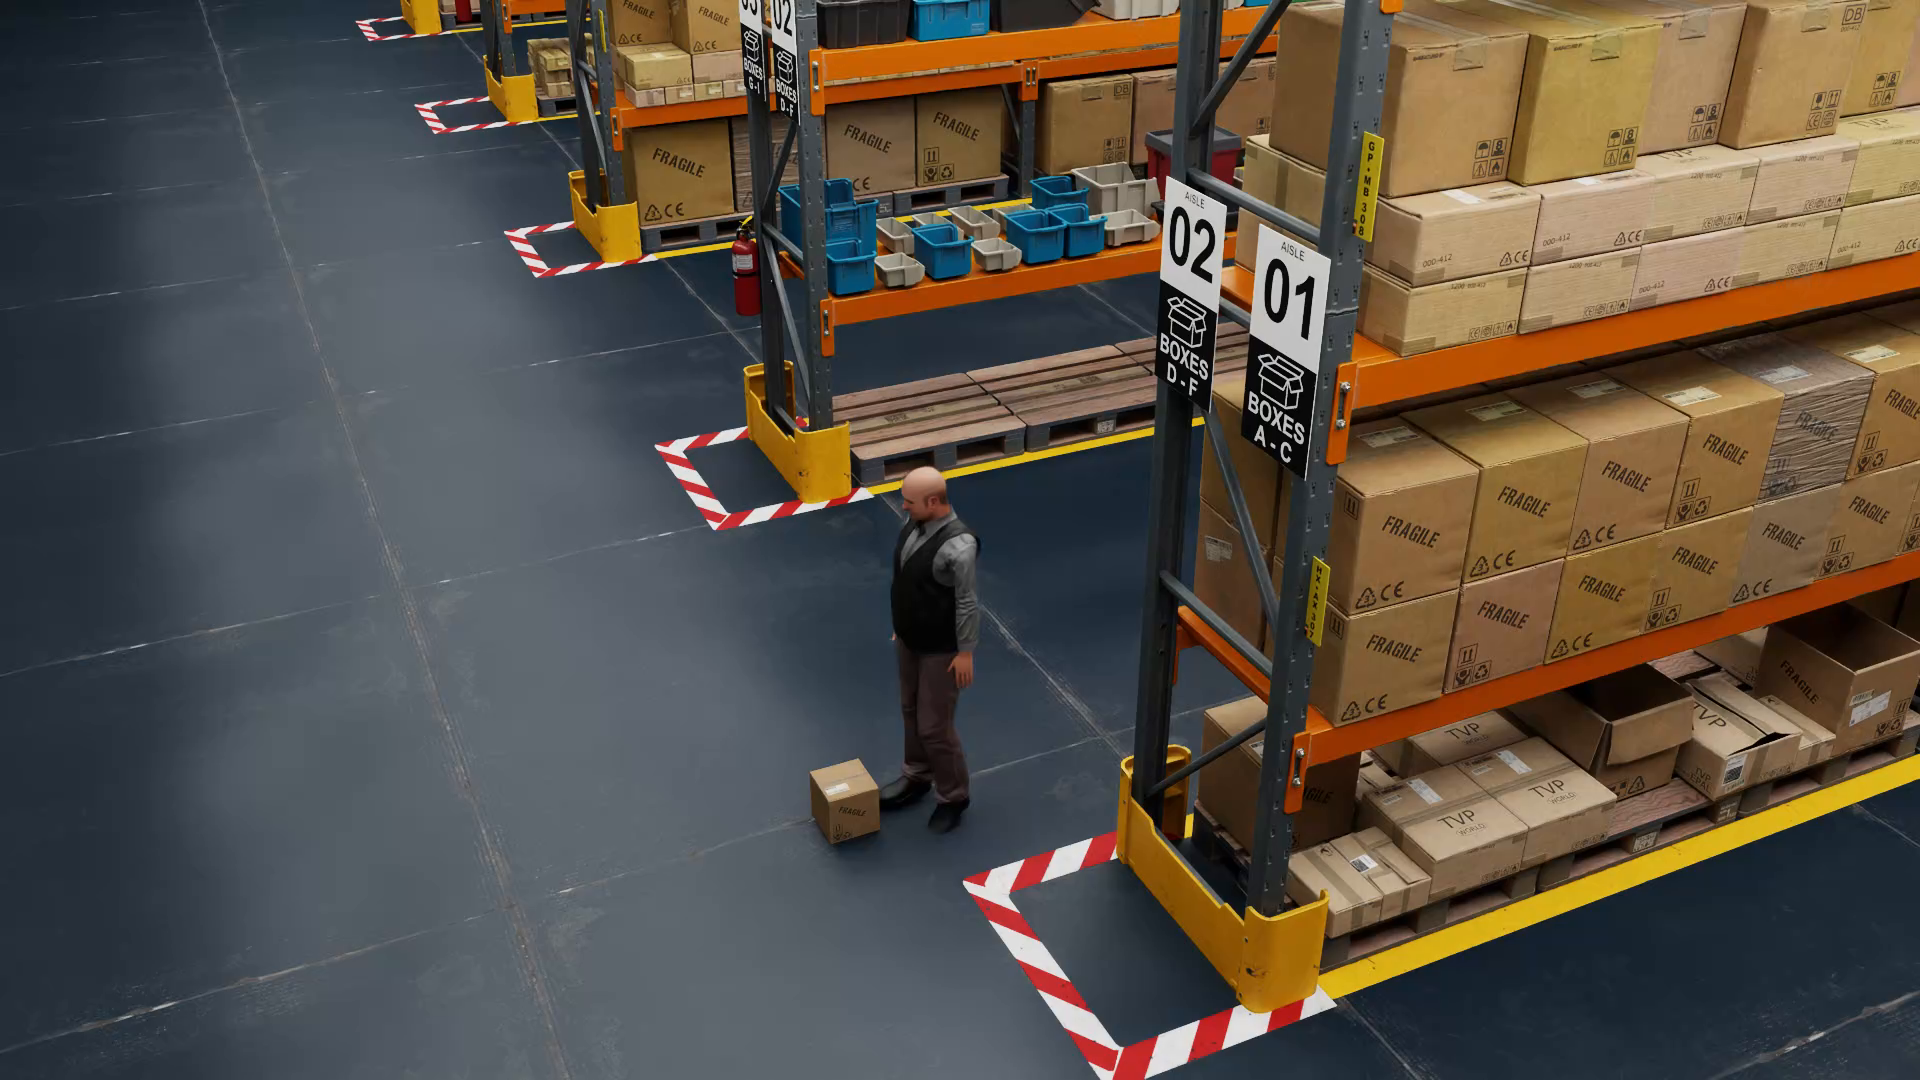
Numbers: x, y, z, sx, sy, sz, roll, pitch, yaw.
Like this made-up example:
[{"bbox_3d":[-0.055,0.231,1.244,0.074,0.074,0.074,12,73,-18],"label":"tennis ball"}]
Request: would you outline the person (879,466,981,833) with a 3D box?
[{"bbox_3d":[-0.175,0.508,7.615,0.477,1.798,0.585,-14,32,-23],"label":"person"}]
